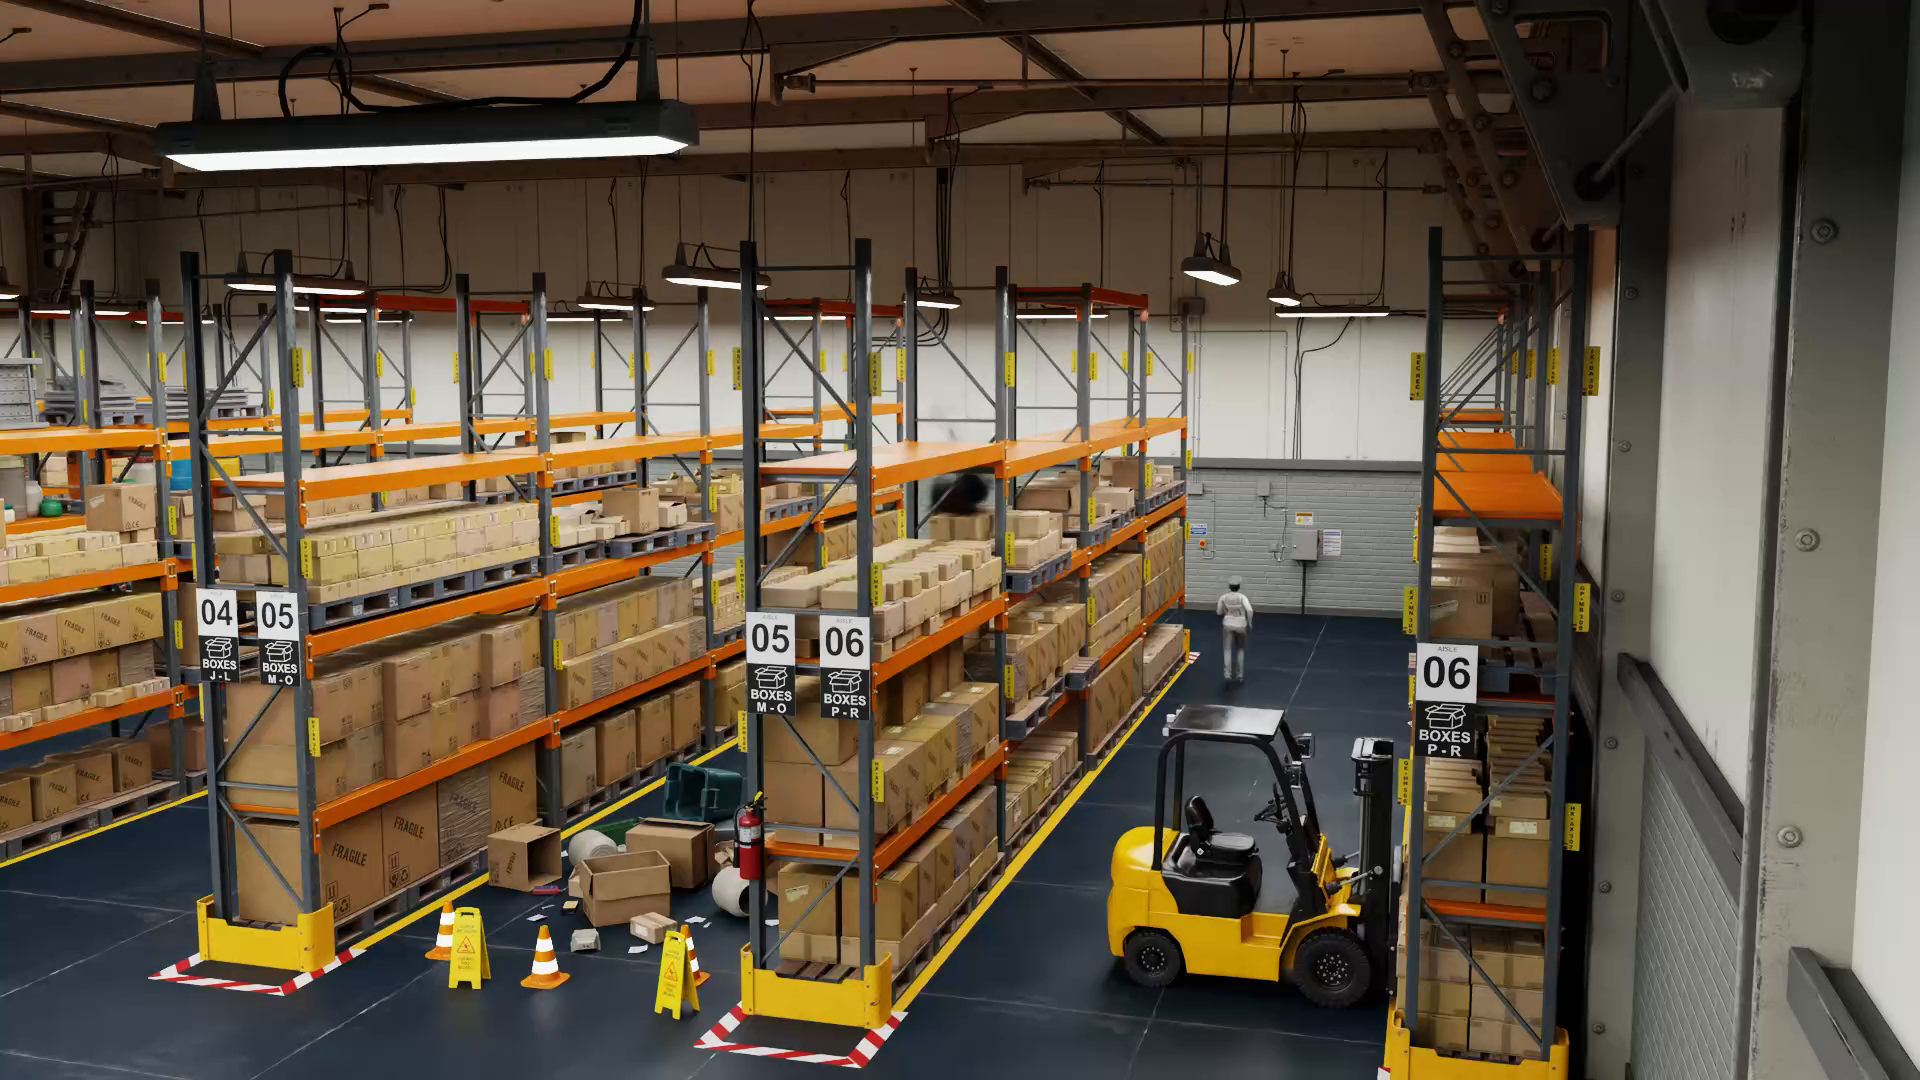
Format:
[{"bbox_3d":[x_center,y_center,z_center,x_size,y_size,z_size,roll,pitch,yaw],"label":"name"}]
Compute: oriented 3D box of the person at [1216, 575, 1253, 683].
[{"bbox_3d":[4.278,1.412,25.942,0.596,1.728,0.851,2,7,13],"label":"person"}]
